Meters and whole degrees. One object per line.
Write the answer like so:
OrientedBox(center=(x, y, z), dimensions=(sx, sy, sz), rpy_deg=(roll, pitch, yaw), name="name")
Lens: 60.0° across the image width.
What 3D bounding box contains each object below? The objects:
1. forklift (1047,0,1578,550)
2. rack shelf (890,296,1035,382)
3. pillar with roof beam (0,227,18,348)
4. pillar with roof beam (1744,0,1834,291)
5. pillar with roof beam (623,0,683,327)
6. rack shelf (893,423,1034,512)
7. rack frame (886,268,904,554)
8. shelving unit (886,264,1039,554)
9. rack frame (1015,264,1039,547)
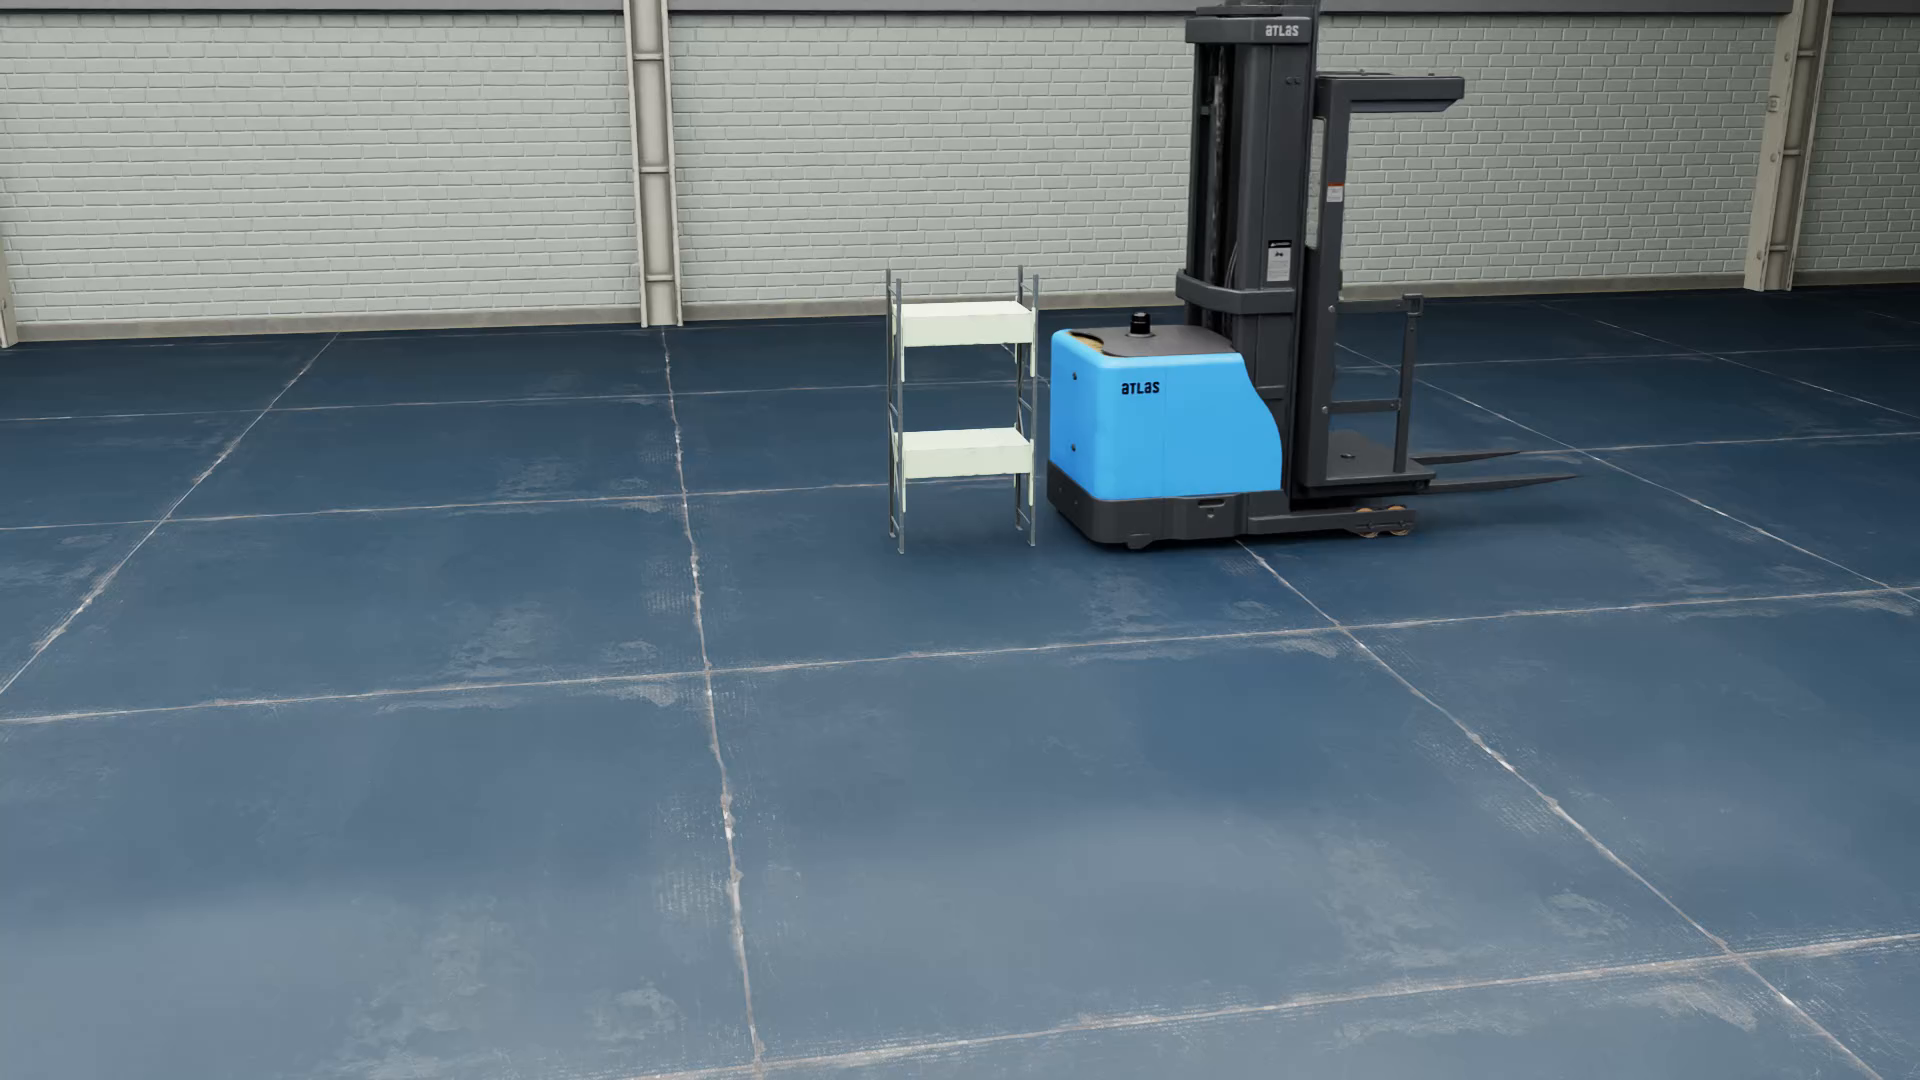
OrientedBox(center=(2.088, -1.558, 9.394), dimensions=(3.031, 2.935, 1.130), rpy_deg=(-4, 18, -13), name="forklift")
OrientedBox(center=(0.007, -1.090, 8.978), dimensions=(0.720, 0.370, 0.431), rpy_deg=(-3, 17, -10), name="rack shelf")
OrientedBox(center=(-7.968, -4.827, 9.700), dimensions=(0.400, 9.000, 9.100), rpy_deg=(-3, 17, -10), name="pillar with roof beam")
OrientedBox(center=(9.705, -5.829, 12.964), dimensions=(0.400, 9.000, 9.100), rpy_deg=(-3, 17, -10), name="pillar with roof beam")
OrientedBox(center=(-2.077, -5.161, 10.788), dimensions=(0.400, 9.000, 9.100), rpy_deg=(-3, 17, -10), name="pillar with roof beam")
OrientedBox(center=(0.007, -0.406, 9.189), dimensions=(0.720, 0.370, 0.431), rpy_deg=(-3, 17, -10), name="rack shelf")
OrientedBox(center=(-0.353, -0.697, 9.026), dimensions=(0.023, 1.500, 0.400), rpy_deg=(-3, 17, -10), name="rack frame")
OrientedBox(center=(0.007, -0.717, 9.093), dimensions=(0.755, 1.500, 0.431), rpy_deg=(-3, 17, -10), name="shelving unit")
OrientedBox(center=(0.366, -0.738, 9.159), dimensions=(0.023, 1.500, 0.400), rpy_deg=(-3, 17, -10), name="rack frame")
